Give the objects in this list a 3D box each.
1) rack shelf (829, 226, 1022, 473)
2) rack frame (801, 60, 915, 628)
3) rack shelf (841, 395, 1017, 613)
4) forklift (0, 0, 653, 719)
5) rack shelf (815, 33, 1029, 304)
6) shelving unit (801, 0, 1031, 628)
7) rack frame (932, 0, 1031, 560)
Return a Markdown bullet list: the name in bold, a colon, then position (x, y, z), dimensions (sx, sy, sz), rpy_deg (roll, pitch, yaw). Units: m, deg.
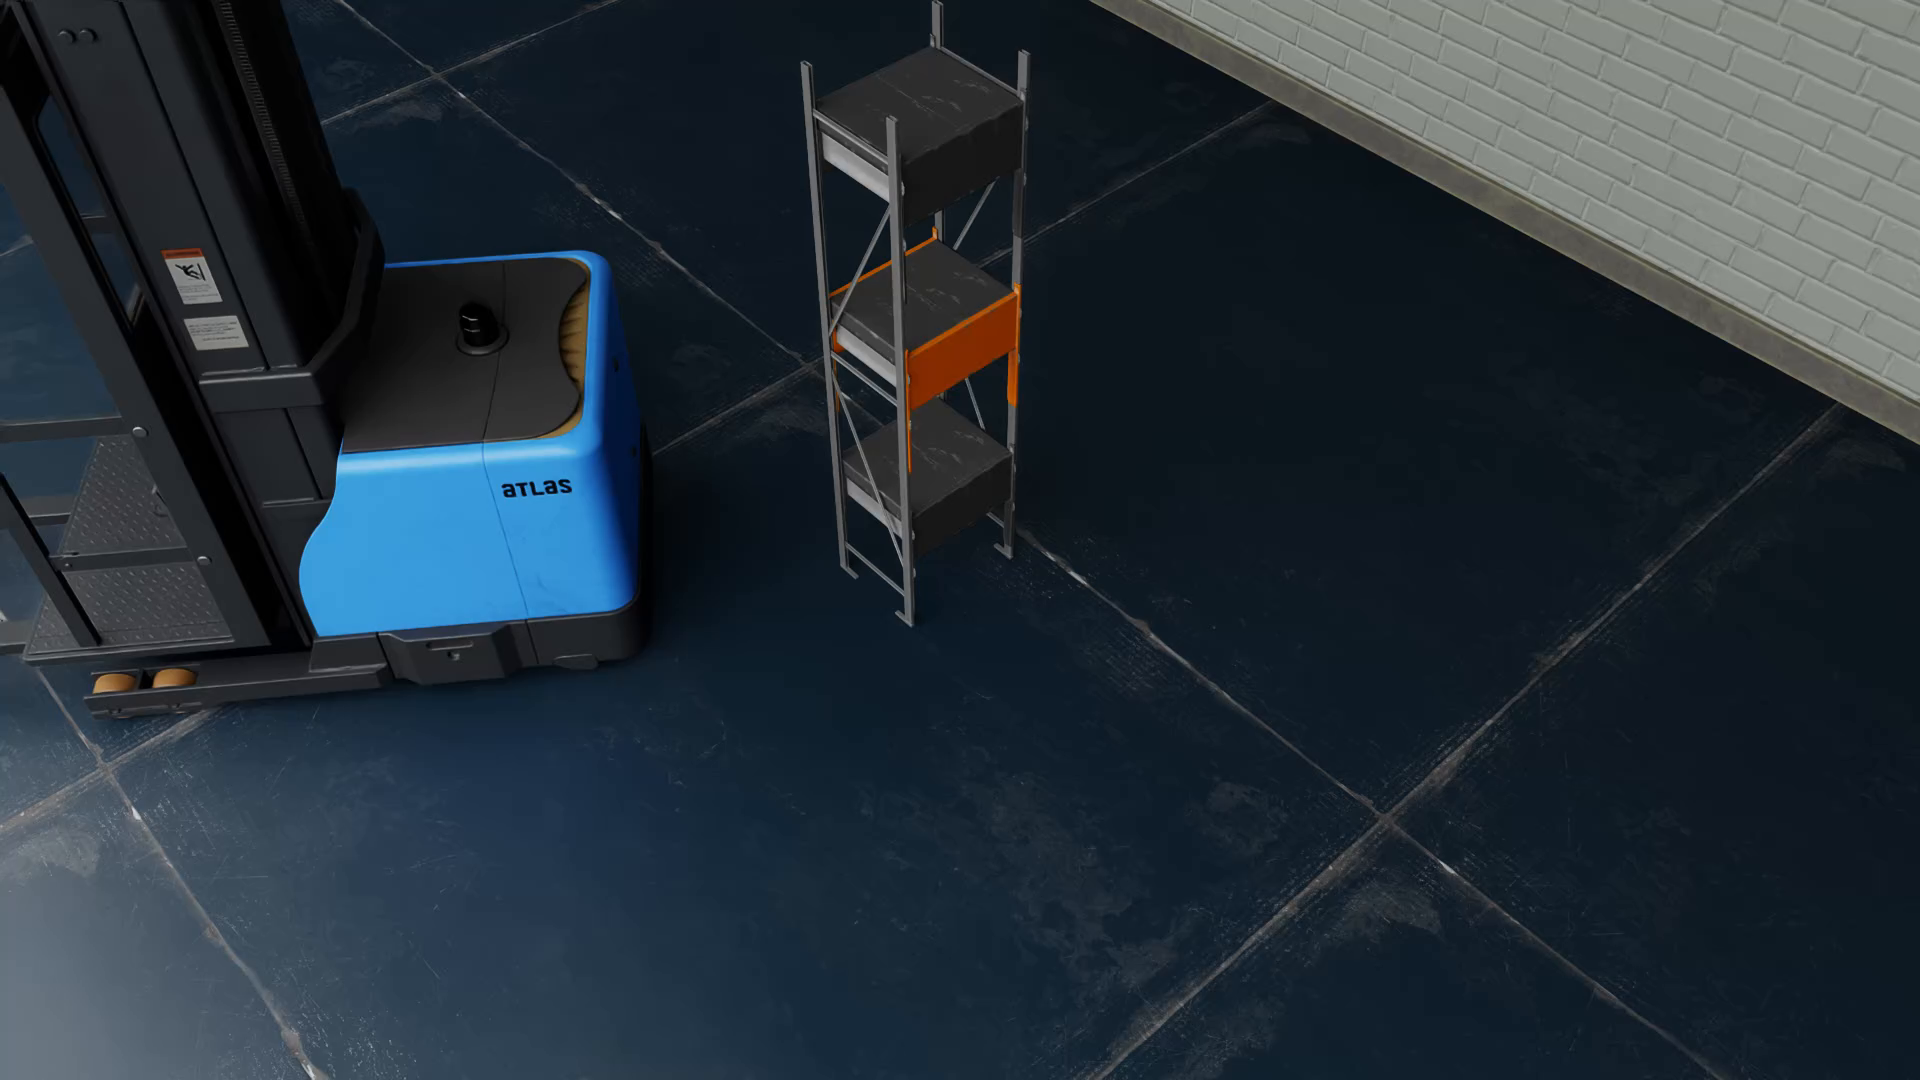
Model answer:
- **rack shelf**: position (-0.122, -0.621, 5.413), dimensions (0.480, 0.518, 0.431), rpy_deg (-34, 56, -27)
- **rack frame**: position (-0.303, -0.510, 5.291), dimensions (0.015, 2.100, 0.400), rpy_deg (-34, 56, -27)
- **rack shelf**: position (-0.122, -0.146, 5.927), dimensions (0.480, 0.518, 0.431), rpy_deg (-34, 56, -27)
- **forklift**: position (-2.642, -0.796, 4.990), dimensions (3.031, 2.935, 1.130), rpy_deg (-5, 47, -4)
- **rack shelf**: position (-0.122, -1.096, 4.898), dimensions (0.480, 0.518, 0.431), rpy_deg (-34, 56, -27)
- **shelving unit**: position (-0.122, -0.630, 5.403), dimensions (0.503, 2.100, 0.431), rpy_deg (-34, 56, -27)
- **rack frame**: position (0.058, -0.751, 5.514), dimensions (0.015, 2.100, 0.400), rpy_deg (-34, 56, -27)
